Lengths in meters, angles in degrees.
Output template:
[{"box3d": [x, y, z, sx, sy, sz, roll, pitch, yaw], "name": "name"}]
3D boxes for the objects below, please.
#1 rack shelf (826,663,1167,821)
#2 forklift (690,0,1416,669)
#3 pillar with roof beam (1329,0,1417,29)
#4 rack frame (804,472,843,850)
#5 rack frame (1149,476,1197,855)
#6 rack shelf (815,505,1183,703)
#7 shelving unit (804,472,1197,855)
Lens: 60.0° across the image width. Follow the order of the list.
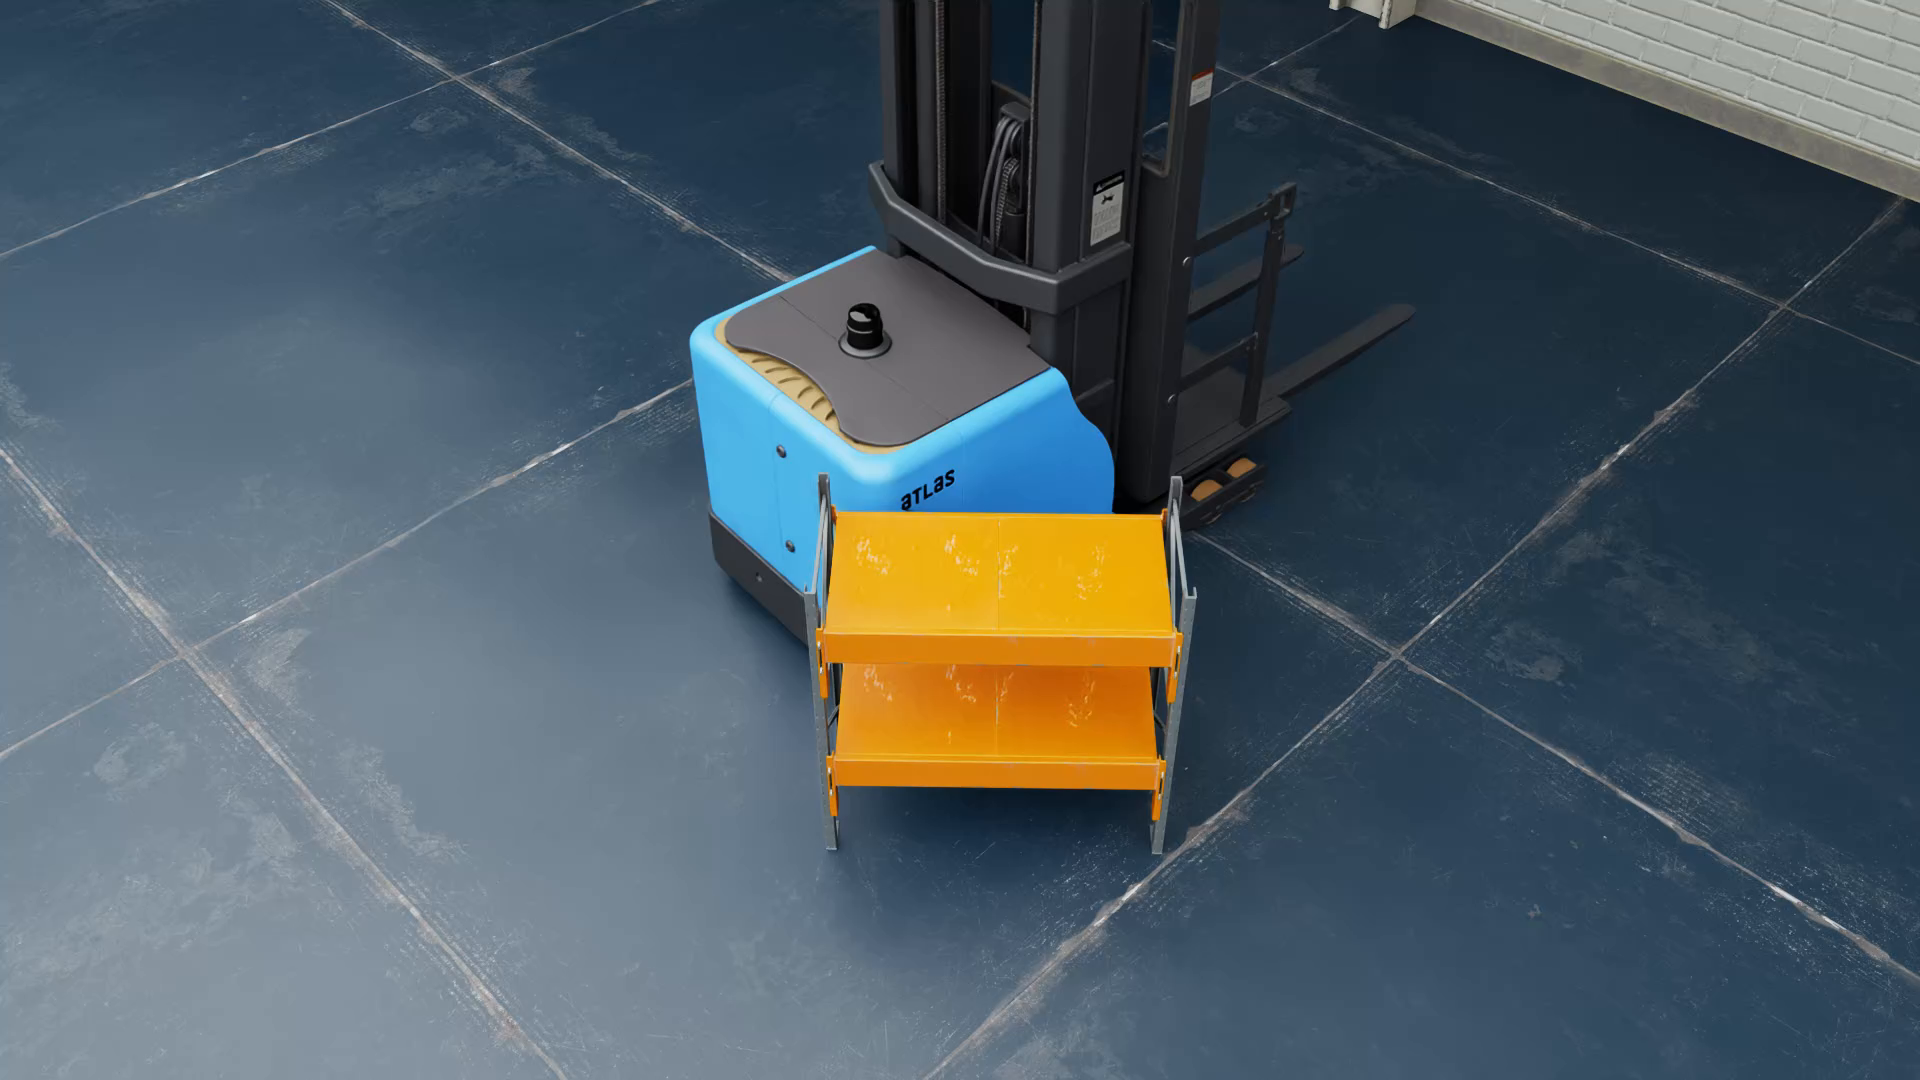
[{"box3d": [0.111, 0.572, 5.162, 1.000, 0.278, 0.538, 1, 43, 1], "name": "rack shelf"}, {"box3d": [0.548, -1.384, 5.588, 3.031, 2.935, 1.130, -30, 51, -29], "name": "forklift"}, {"box3d": [-0.679, -4.285, 4.257, 9.100, 9.000, 0.400, -34, 53, -31], "name": "pillar with roof beam"}, {"box3d": [-0.398, 0.387, 5.002, 0.032, 1.125, 0.500, 1, 43, 1], "name": "rack frame"}, {"box3d": [0.619, 0.399, 4.990, 0.032, 1.125, 0.500, 1, 43, 1], "name": "rack frame"}, {"box3d": [0.111, 0.178, 4.797, 1.000, 0.278, 0.538, 1, 43, 1], "name": "rack shelf"}, {"box3d": [0.111, 0.393, 4.996, 1.048, 1.125, 0.538, 1, 43, 1], "name": "shelving unit"}]
